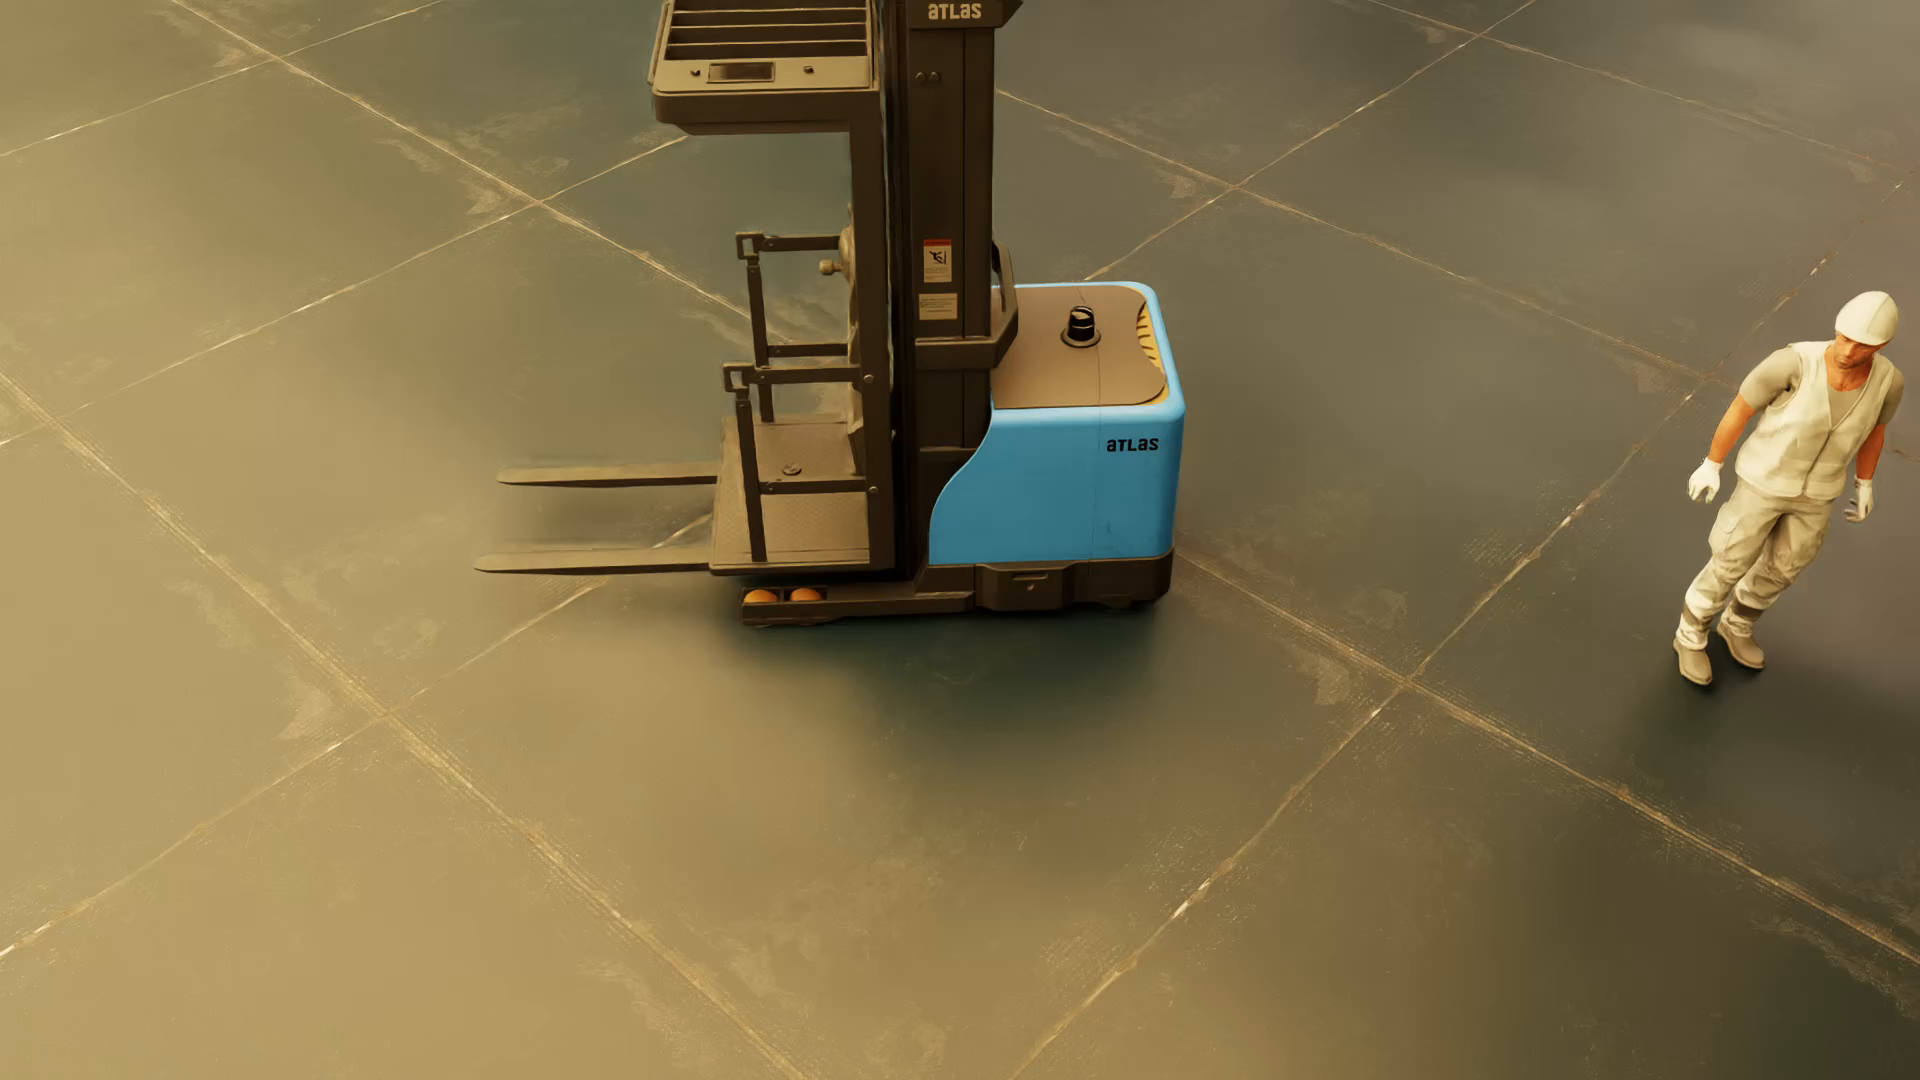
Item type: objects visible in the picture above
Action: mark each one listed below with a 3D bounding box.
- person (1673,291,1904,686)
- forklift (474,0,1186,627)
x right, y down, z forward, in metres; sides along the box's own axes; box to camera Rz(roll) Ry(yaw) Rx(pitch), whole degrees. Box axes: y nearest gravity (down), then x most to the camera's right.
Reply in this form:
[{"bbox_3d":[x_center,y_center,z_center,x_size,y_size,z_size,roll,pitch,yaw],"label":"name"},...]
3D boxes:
[{"bbox_3d":[3.251,-0.183,6.523,0.705,1.788,0.426,2,41,2],"label":"person"},{"bbox_3d":[-0.610,-1.088,6.696,3.031,2.935,1.130,-2,41,-2],"label":"forklift"}]
